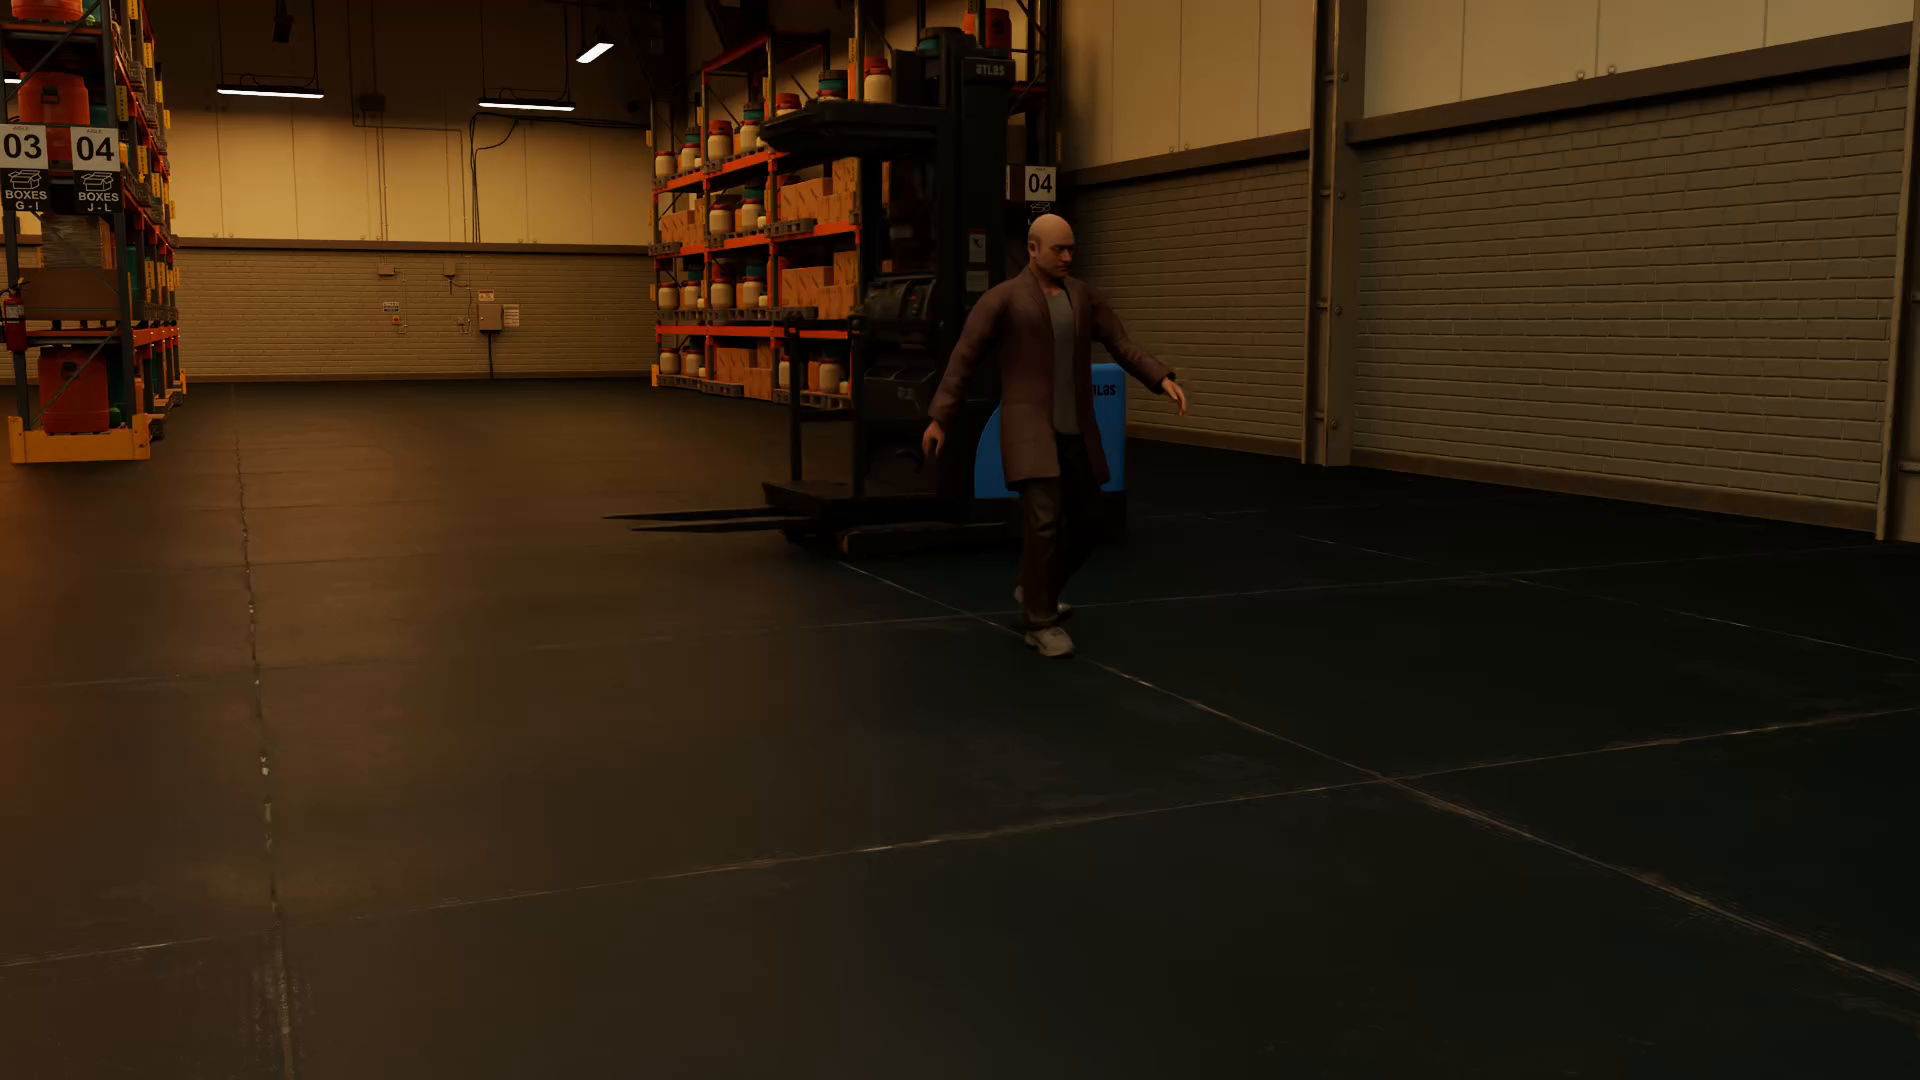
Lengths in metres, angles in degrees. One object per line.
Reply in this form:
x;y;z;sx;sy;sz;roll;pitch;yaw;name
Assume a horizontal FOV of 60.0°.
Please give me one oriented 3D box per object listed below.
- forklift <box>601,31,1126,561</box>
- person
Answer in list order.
-0.545;-1.417;9.686;3.031;2.935;1.130;-4;8;-26;forklift
0.353;-0.443;6.827;0.948;1.760;0.782;-4;9;-30;person
